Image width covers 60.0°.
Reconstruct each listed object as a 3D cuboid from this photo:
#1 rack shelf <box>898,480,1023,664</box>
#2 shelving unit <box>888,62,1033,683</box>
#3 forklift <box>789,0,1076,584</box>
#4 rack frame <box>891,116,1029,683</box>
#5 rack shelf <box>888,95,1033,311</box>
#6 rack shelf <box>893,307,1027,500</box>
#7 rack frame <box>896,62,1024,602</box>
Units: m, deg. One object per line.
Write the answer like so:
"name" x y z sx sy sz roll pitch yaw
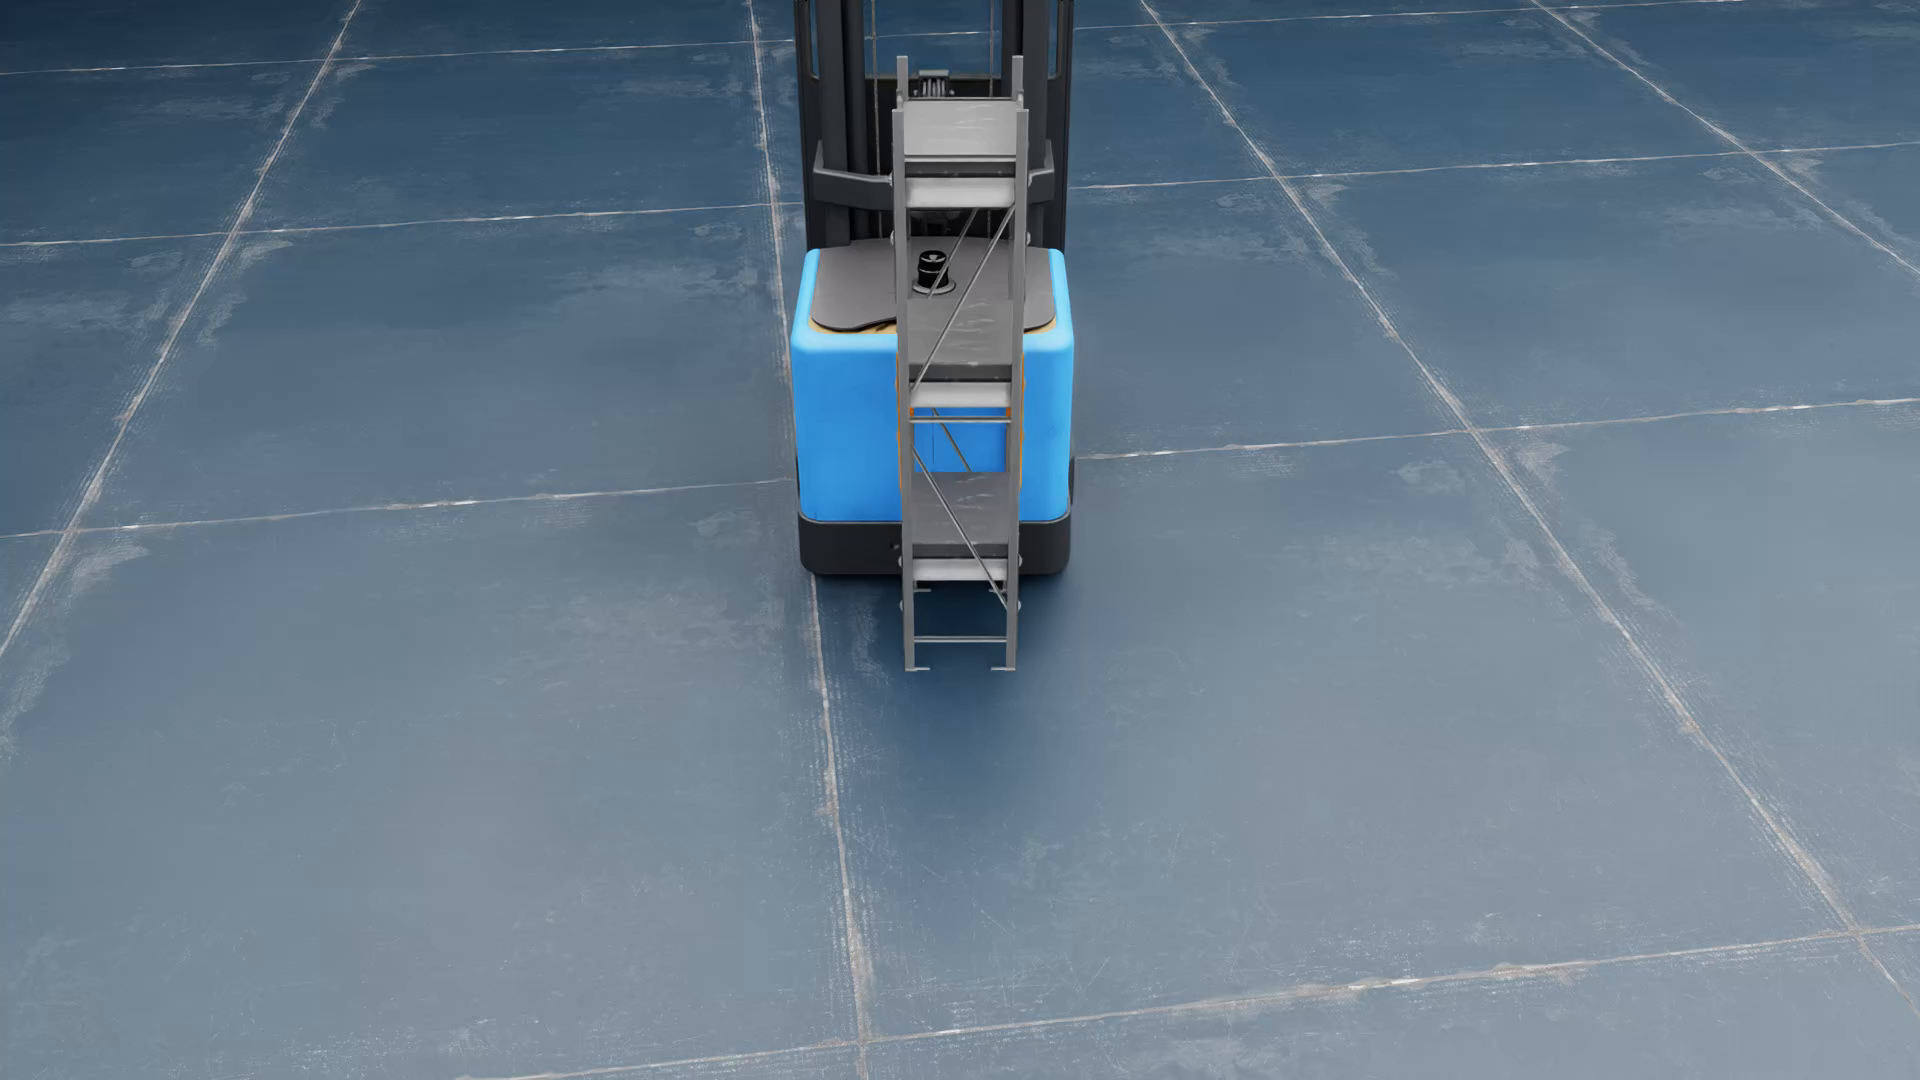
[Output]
"rack shelf" 0.001 0.095 6.014 0.431 0.518 0.480 0 34 0
"shelving unit" 0.001 -0.495 5.612 0.431 2.100 0.503 0 34 0
"forklift" -0.102 -1.837 6.843 1.130 2.935 3.031 0 34 0
"rack frame" 0.001 -0.358 5.410 0.400 2.100 0.015 0 34 0
"rack shelf" 0.001 -1.062 5.225 0.431 0.518 0.480 0 34 0
"rack shelf" 0.001 -0.484 5.620 0.431 0.518 0.480 0 34 0
"rack frame" 0.000 -0.632 5.814 0.400 2.100 0.015 0 34 0
